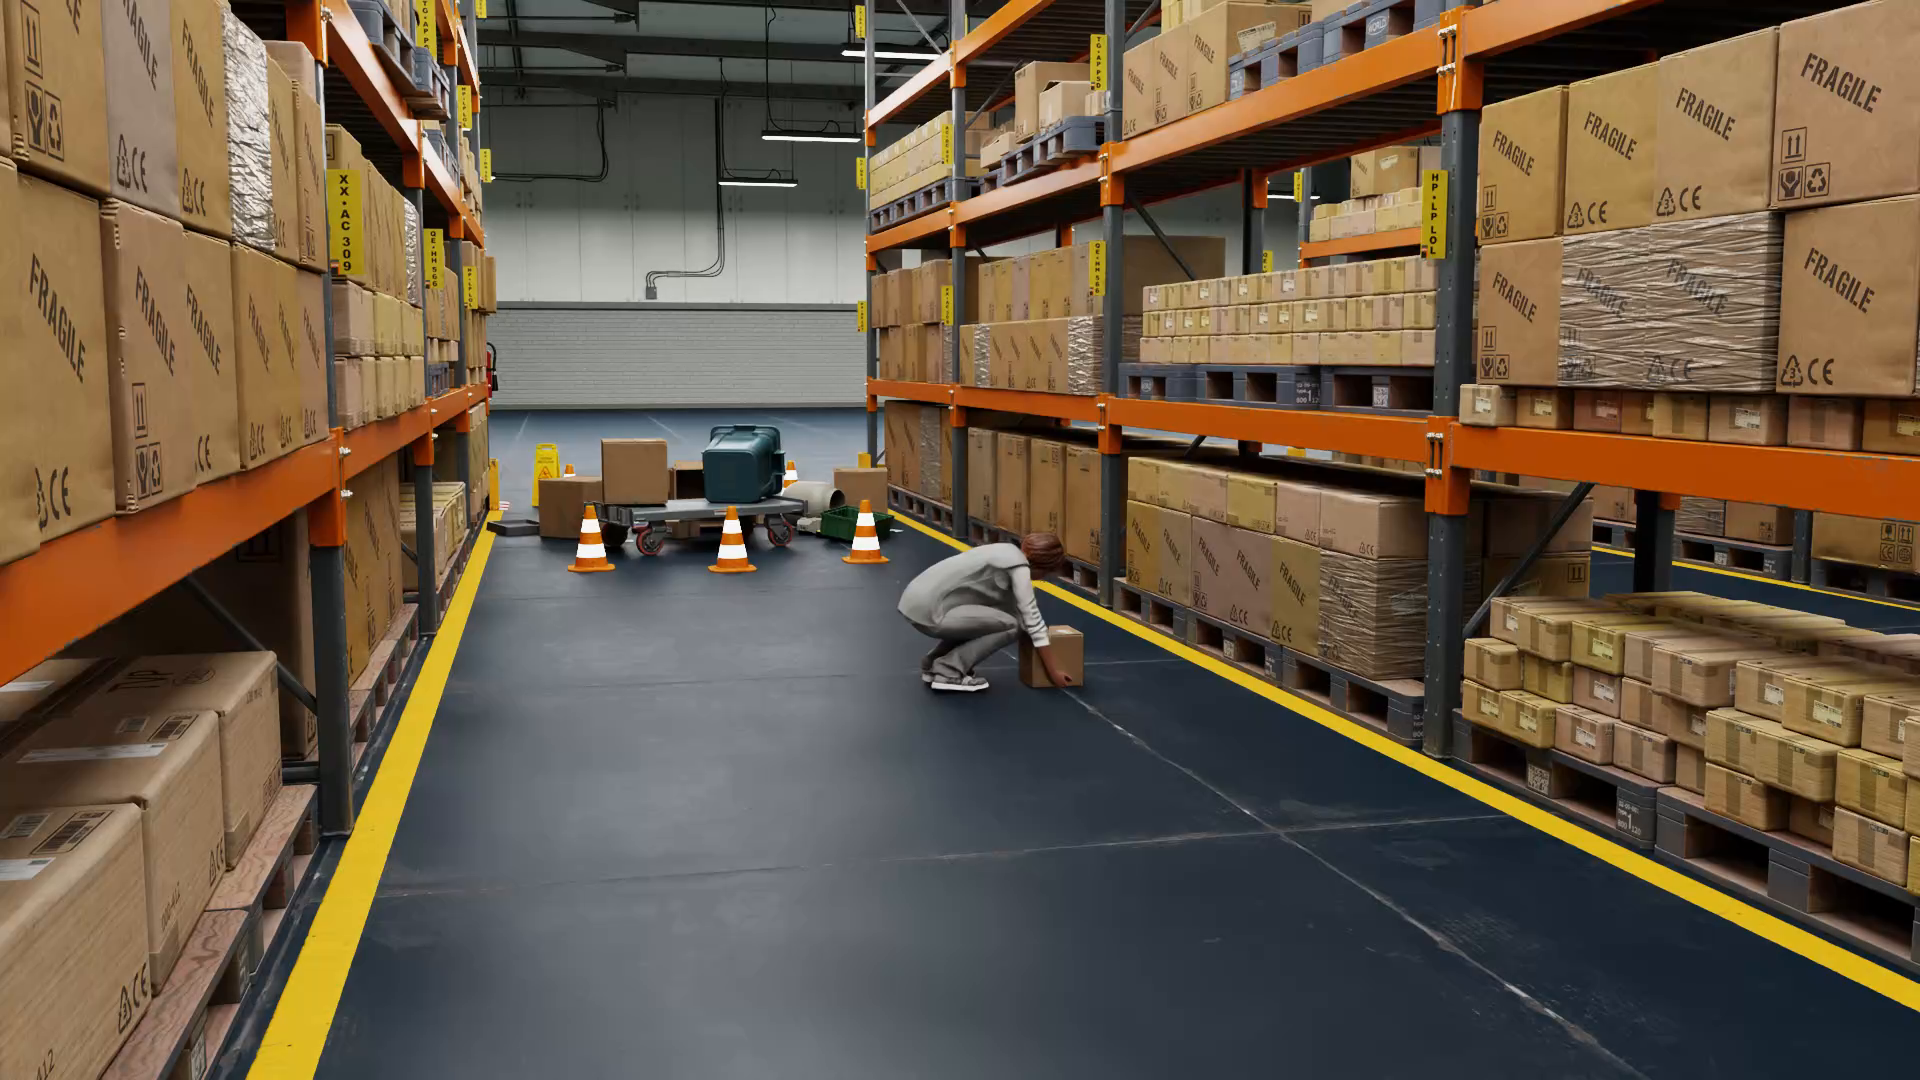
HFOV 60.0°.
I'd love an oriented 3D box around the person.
[{"bbox_3d":[0.111,0.359,7.861,0.823,0.759,0.437,-2,7,-14],"label":"person"}]
